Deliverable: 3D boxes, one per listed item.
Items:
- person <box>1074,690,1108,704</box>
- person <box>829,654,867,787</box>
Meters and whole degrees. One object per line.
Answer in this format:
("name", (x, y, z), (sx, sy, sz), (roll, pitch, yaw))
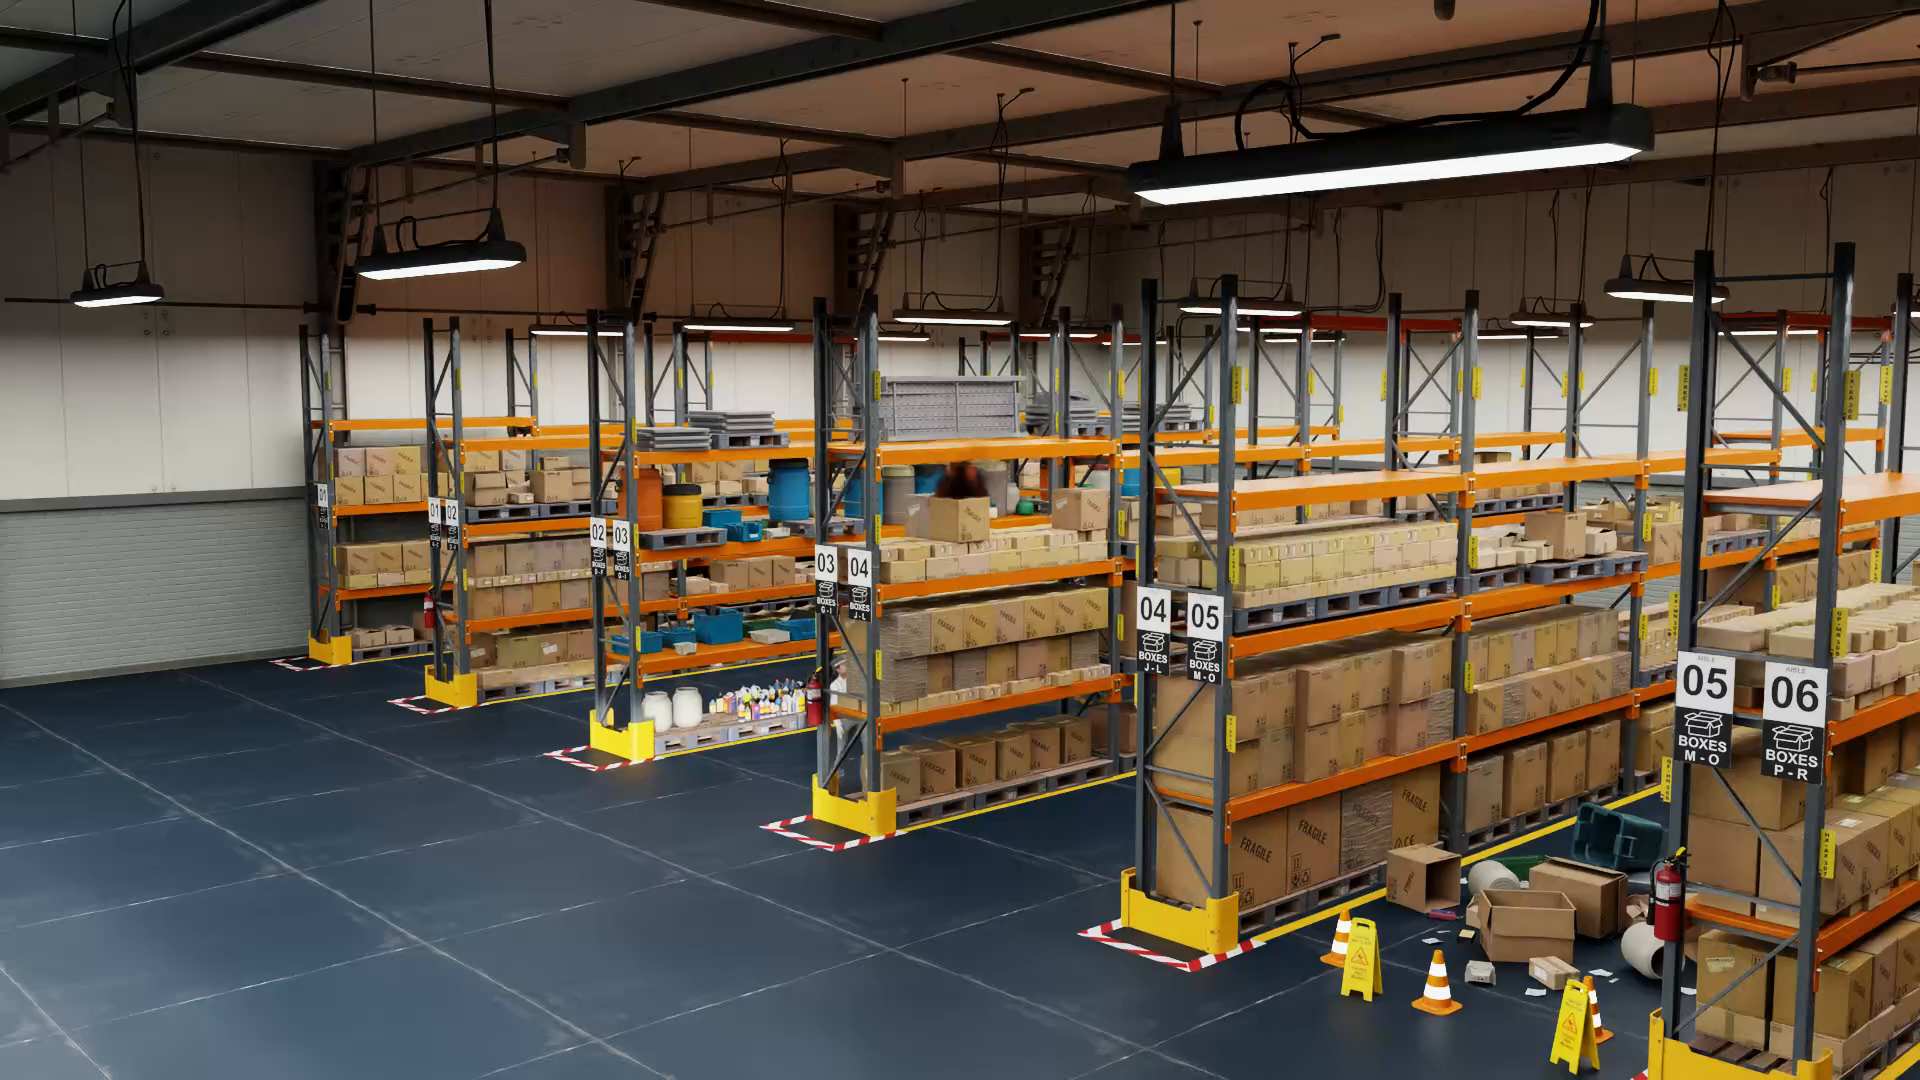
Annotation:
("person", (2.095, 1.671, 25.782), (0.586, 1.775, 0.470), (-5, 8, -42))
("person", (-1.317, 2.271, 20.635), (0.610, 1.719, 0.472), (-1, 6, -13))
